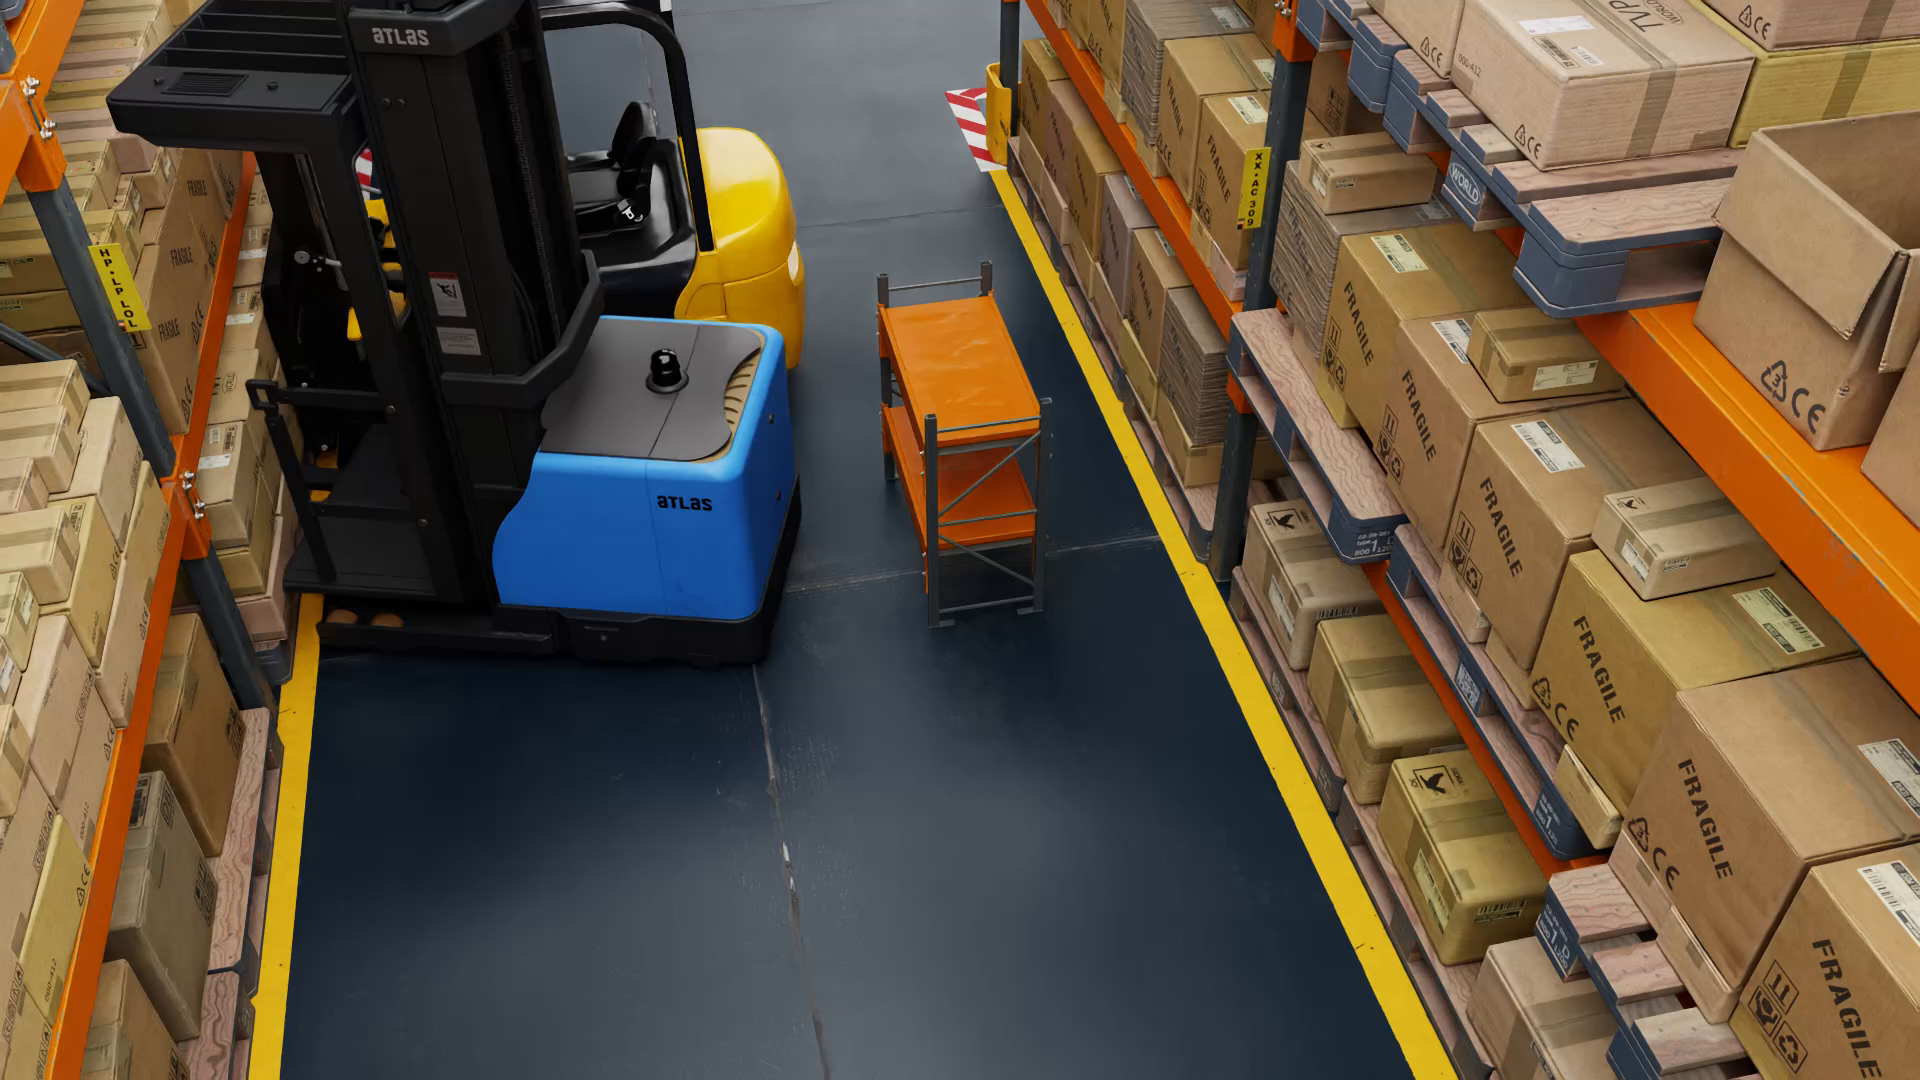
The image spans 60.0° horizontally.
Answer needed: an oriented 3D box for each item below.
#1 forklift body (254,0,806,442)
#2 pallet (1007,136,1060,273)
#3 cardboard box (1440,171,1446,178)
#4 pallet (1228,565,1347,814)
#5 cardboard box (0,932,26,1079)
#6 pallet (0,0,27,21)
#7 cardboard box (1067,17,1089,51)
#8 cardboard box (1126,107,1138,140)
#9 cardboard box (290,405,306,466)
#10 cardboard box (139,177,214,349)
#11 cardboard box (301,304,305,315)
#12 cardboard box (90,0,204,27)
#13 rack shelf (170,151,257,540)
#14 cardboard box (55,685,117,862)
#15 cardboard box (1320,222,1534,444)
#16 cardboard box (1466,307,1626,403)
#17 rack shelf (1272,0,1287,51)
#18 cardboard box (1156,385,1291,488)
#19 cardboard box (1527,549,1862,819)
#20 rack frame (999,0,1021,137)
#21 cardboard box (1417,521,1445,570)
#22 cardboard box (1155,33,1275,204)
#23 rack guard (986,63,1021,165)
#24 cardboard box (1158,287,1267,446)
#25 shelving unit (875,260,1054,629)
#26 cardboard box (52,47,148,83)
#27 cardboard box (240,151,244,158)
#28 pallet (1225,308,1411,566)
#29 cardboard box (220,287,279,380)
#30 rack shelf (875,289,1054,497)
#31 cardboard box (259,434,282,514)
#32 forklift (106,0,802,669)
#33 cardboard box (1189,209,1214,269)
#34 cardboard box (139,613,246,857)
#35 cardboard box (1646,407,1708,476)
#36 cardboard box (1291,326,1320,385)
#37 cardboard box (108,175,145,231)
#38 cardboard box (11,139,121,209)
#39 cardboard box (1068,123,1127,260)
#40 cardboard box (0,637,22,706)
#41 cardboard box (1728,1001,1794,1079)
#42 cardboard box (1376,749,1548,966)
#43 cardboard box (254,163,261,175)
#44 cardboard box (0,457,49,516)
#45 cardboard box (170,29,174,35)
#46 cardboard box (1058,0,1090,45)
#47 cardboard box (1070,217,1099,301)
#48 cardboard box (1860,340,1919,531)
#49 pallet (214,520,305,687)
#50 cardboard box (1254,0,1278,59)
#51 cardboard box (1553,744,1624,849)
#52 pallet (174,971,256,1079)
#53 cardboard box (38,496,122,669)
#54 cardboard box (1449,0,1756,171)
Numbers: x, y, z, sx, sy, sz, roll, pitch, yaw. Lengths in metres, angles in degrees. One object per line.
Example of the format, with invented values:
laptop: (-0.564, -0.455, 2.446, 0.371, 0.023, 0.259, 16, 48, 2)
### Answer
forklift body: (-1.917, -1.632, 7.751, 2.313, 2.155, 1.214, -8, 42, -9)
pallet: (0.896, -2.007, 9.634, 1.003, 0.211, 1.213, -8, 42, -9)
cardboard box: (1.925, -1.078, 5.870, 0.500, 0.500, 0.500, -9, 42, -10)
pallet: (1.771, 0.509, 6.799, 1.003, 0.211, 1.213, -8, 42, -9)
cardboard box: (-2.440, 1.148, 3.715, 0.500, 0.250, 0.500, -9, 42, -10)
pallet: (-3.454, -1.963, 5.290, 1.003, 0.211, 1.213, -8, 42, -9)
cardboard box: (0.754, -2.608, 8.400, 0.380, 0.149, 0.250, -7, 42, -8)
cardboard box: (0.986, -1.937, 7.644, 0.380, 0.149, 0.250, -9, 42, -10)
cardboard box: (-3.276, -0.472, 7.559, 0.500, 0.250, 0.500, -8, 42, -9)
cardboard box: (-3.214, -1.022, 6.349, 0.500, 0.500, 0.500, -8, 42, -9)
cardboard box: (-3.468, -1.304, 8.120, 0.500, 0.250, 0.500, -9, 42, -10)
cardboard box: (-3.451, -2.294, 7.068, 0.380, 0.149, 0.250, -8, 42, -8)
rack shelf: (-3.676, -1.352, 7.337, 1.077, 0.370, 4.000, -8, 42, -9)
cardboard box: (-2.689, 0.672, 4.628, 0.500, 0.250, 0.500, -8, 42, -9)
cardboard box: (1.532, -0.675, 5.416, 0.500, 0.500, 0.500, -8, 42, -9)
cardboard box: (1.693, -0.542, 4.778, 0.380, 0.149, 0.250, -6, 42, -7)
rack shelf: (1.170, -3.188, 7.146, 1.077, 0.370, 4.000, -8, 42, -9)
cardboard box: (1.212, -0.512, 7.604, 0.500, 0.250, 0.500, -7, 42, -7)
cardboard box: (1.863, 0.333, 4.281, 0.500, 0.500, 0.500, -11, 43, -12)
rack frame: (0.738, -3.631, 9.363, 1.000, 3.000, 0.127, -8, 42, -9)
cardboard box: (1.660, -0.029, 5.178, 0.380, 0.149, 0.250, -8, 42, -9)
cardboard box: (1.145, -1.772, 6.969, 0.500, 0.500, 0.500, -7, 42, -8)
rack guard: (0.755, -2.647, 10.137, 1.175, 0.500, 0.348, -8, 42, -9)
cardboard box: (1.212, -0.793, 7.355, 0.500, 0.500, 0.500, -9, 42, -10)
shelving unit: (0.001, -0.416, 7.153, 0.538, 1.125, 1.048, -8, 42, -9)
cardboard box: (-3.379, -1.789, 6.499, 0.380, 0.149, 0.250, -9, 42, -9)
cardboard box: (-3.531, -2.004, 7.454, 0.500, 0.500, 0.500, -9, 42, -10)
pallet: (1.625, -0.450, 5.924, 1.003, 0.211, 1.213, -8, 42, -9)
cardboard box: (-3.261, -0.840, 7.220, 0.500, 0.250, 0.500, -7, 42, -8)
rack shelf: (0.001, -0.635, 6.959, 0.538, 0.278, 1.000, -8, 42, -9)
cardboard box: (-3.158, -0.324, 7.016, 0.500, 0.250, 0.500, -9, 42, -10)
forklift: (-2.267, -0.974, 6.421, 3.031, 2.935, 1.130, 4, 42, 4)
cardboard box: (1.174, -1.270, 6.892, 0.380, 0.149, 0.250, -7, 42, -8)
cardboard box: (-3.121, 0.743, 5.908, 0.875, 0.625, 0.625, -7, 42, -7)
cardboard box: (2.253, -0.081, 4.748, 0.500, 0.500, 0.500, -10, 43, -11)
cardboard box: (1.412, -0.698, 5.931, 0.380, 0.149, 0.250, -8, 42, -9)
cardboard box: (-3.197, -1.182, 6.039, 0.380, 0.149, 0.250, -8, 42, -9)
cardboard box: (-3.232, -1.286, 5.933, 0.380, 0.149, 0.250, -9, 42, -10)
cardboard box: (0.865, -1.798, 8.488, 0.500, 0.500, 0.500, -8, 42, -8)
cardboard box: (-2.649, 0.409, 4.248, 0.380, 0.149, 0.250, -8, 42, -9)
cardboard box: (2.036, 1.149, 3.851, 0.380, 0.149, 0.250, -8, 42, -9)
cardboard box: (2.028, 1.043, 5.760, 0.950, 0.372, 0.625, -7, 42, -8)
cardboard box: (-3.588, -1.836, 8.343, 0.500, 0.250, 0.500, -8, 42, -8)
cardboard box: (-2.879, -0.084, 4.803, 0.380, 0.149, 0.250, -8, 42, -9)
cardboard box: (-3.493, -2.010, 6.973, 0.380, 0.149, 0.250, -9, 42, -10)
cardboard box: (0.796, -2.768, 8.091, 0.500, 0.500, 0.500, -9, 42, -10)
cardboard box: (0.875, -1.514, 8.732, 0.500, 0.250, 0.500, -6, 42, -6)
cardboard box: (2.270, -0.221, 3.186, 0.700, 0.500, 0.500, -8, 42, -9)
pallet: (-3.375, 0.197, 7.151, 1.003, 0.211, 1.213, -8, 42, -9)
cardboard box: (1.630, -2.211, 6.711, 0.700, 0.500, 0.500, -8, 42, -9)
cardboard box: (1.818, 0.651, 4.411, 0.380, 0.149, 0.250, -8, 42, -9)
pallet: (-2.780, 1.982, 5.139, 1.003, 0.211, 1.213, -8, 42, -9)
cardboard box: (-2.771, 0.158, 4.830, 0.500, 0.250, 0.500, -9, 42, -10)
cardboard box: (1.577, -1.173, 4.131, 0.500, 0.250, 0.500, -9, 42, -10)
